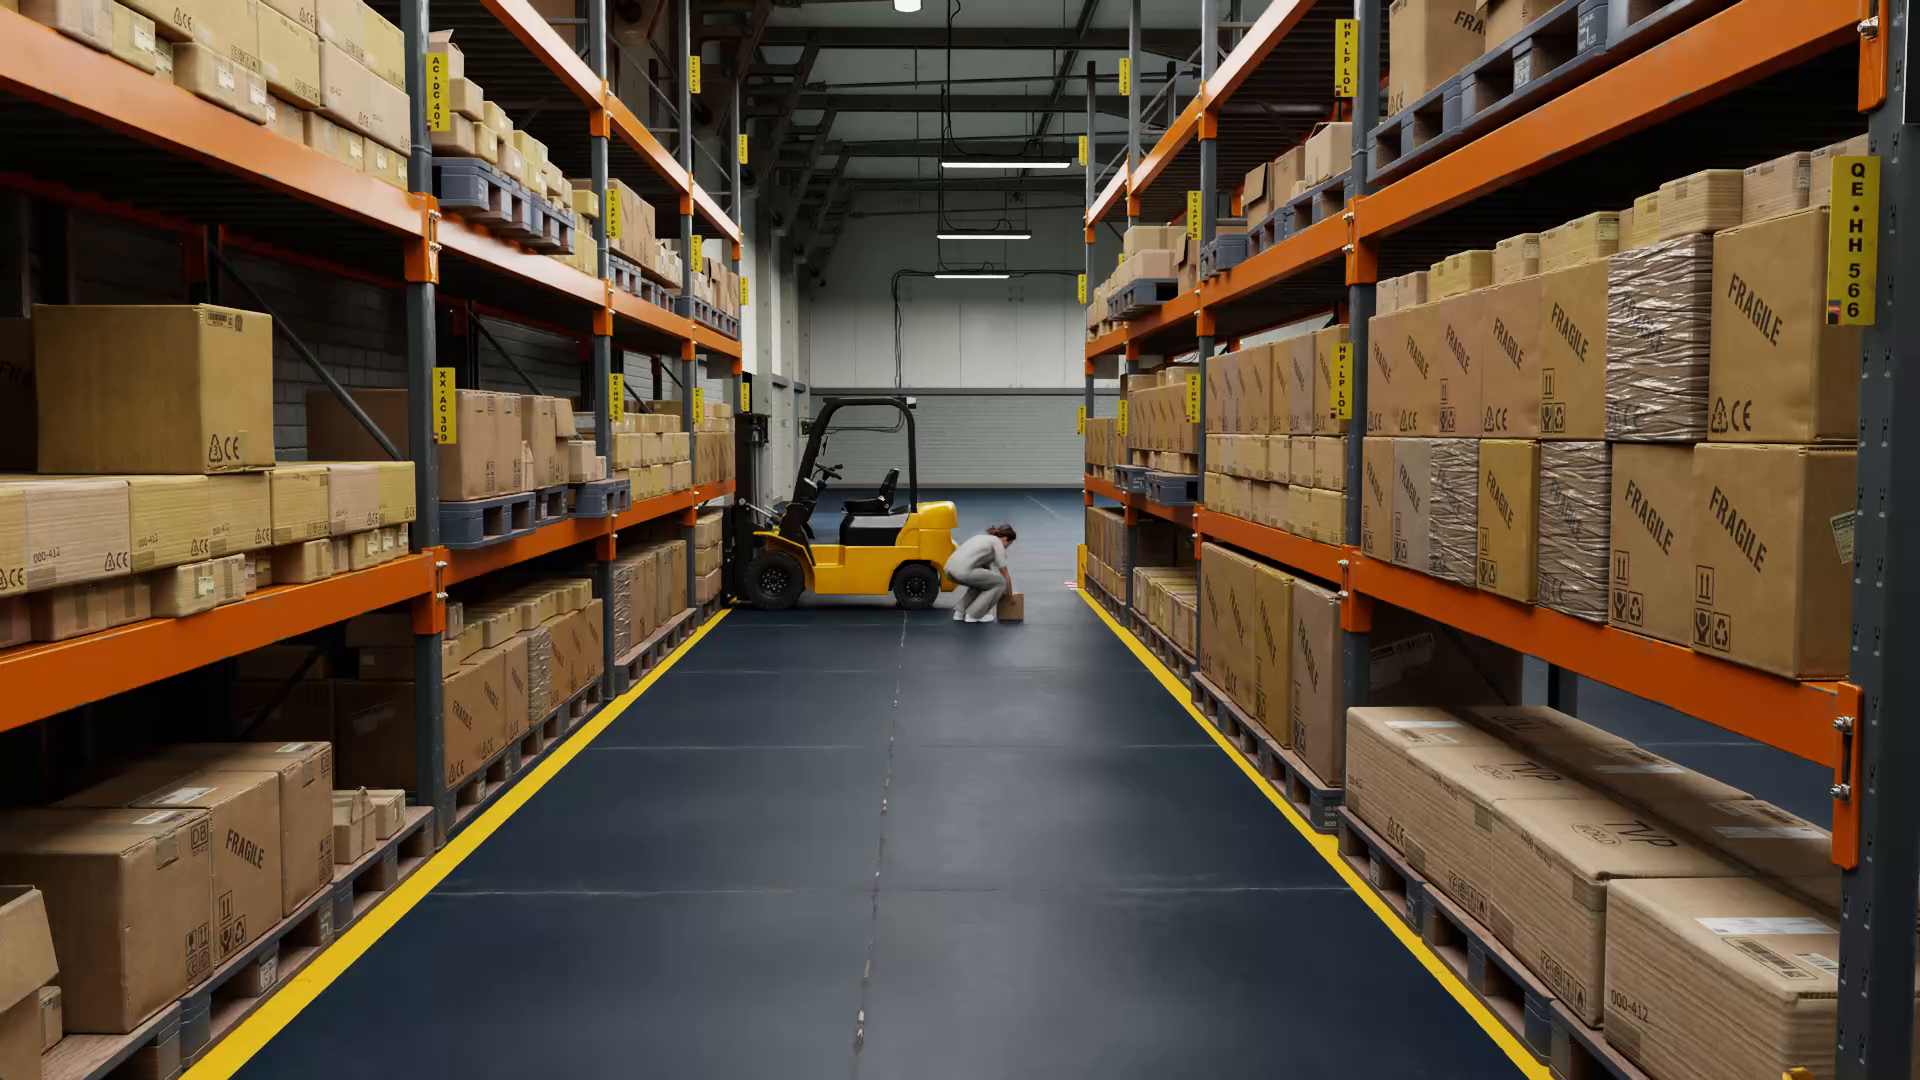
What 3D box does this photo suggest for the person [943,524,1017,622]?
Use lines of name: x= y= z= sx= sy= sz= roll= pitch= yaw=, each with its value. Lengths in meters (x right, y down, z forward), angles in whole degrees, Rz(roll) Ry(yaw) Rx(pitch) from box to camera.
person: x=0.210 y=0.316 z=15.968 sx=0.795 sy=0.913 sz=0.481 roll=-2 pitch=4 yaw=-31
